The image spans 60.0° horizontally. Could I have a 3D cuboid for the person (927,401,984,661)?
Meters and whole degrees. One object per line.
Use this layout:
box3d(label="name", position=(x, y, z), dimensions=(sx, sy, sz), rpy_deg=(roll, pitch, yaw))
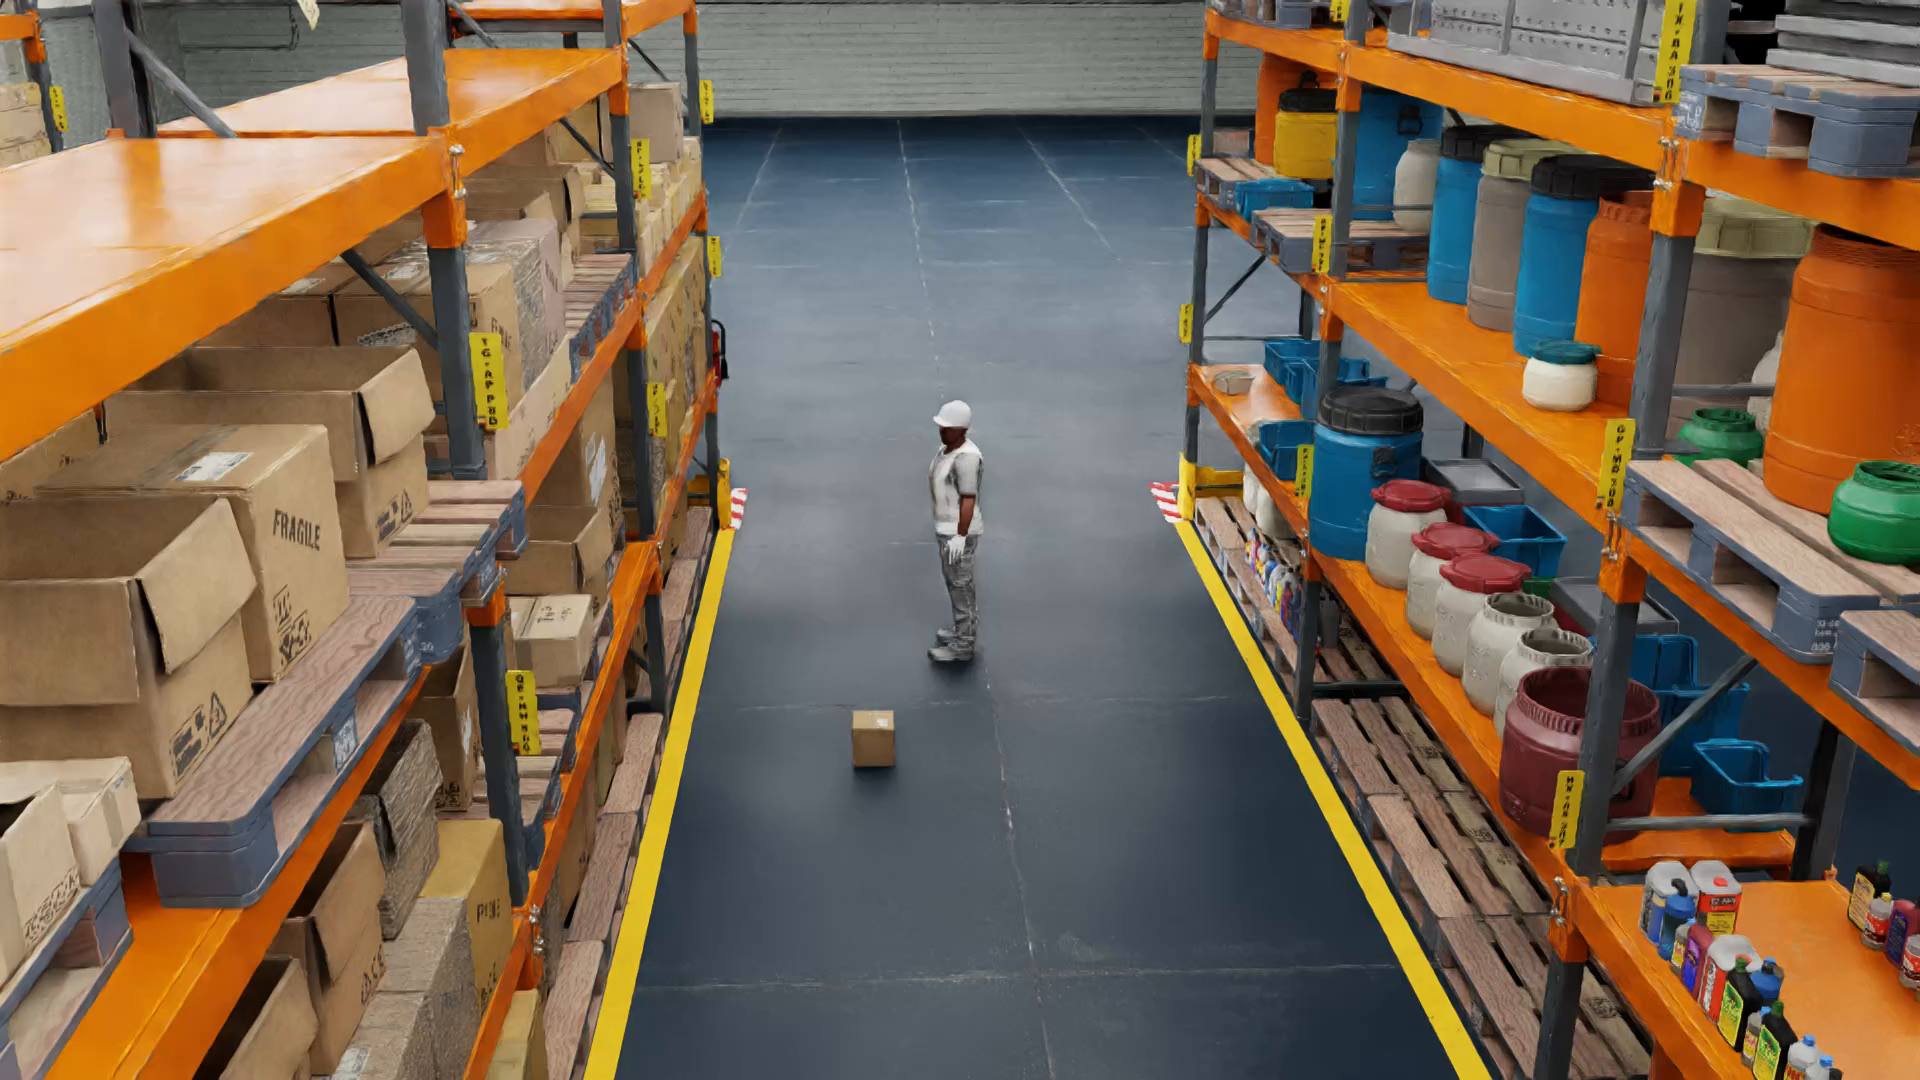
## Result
box3d(label="person", position=(-0.047, -0.066, 11.141), dimensions=(0.391, 1.791, 0.632), rpy_deg=(-3, 20, -8))
